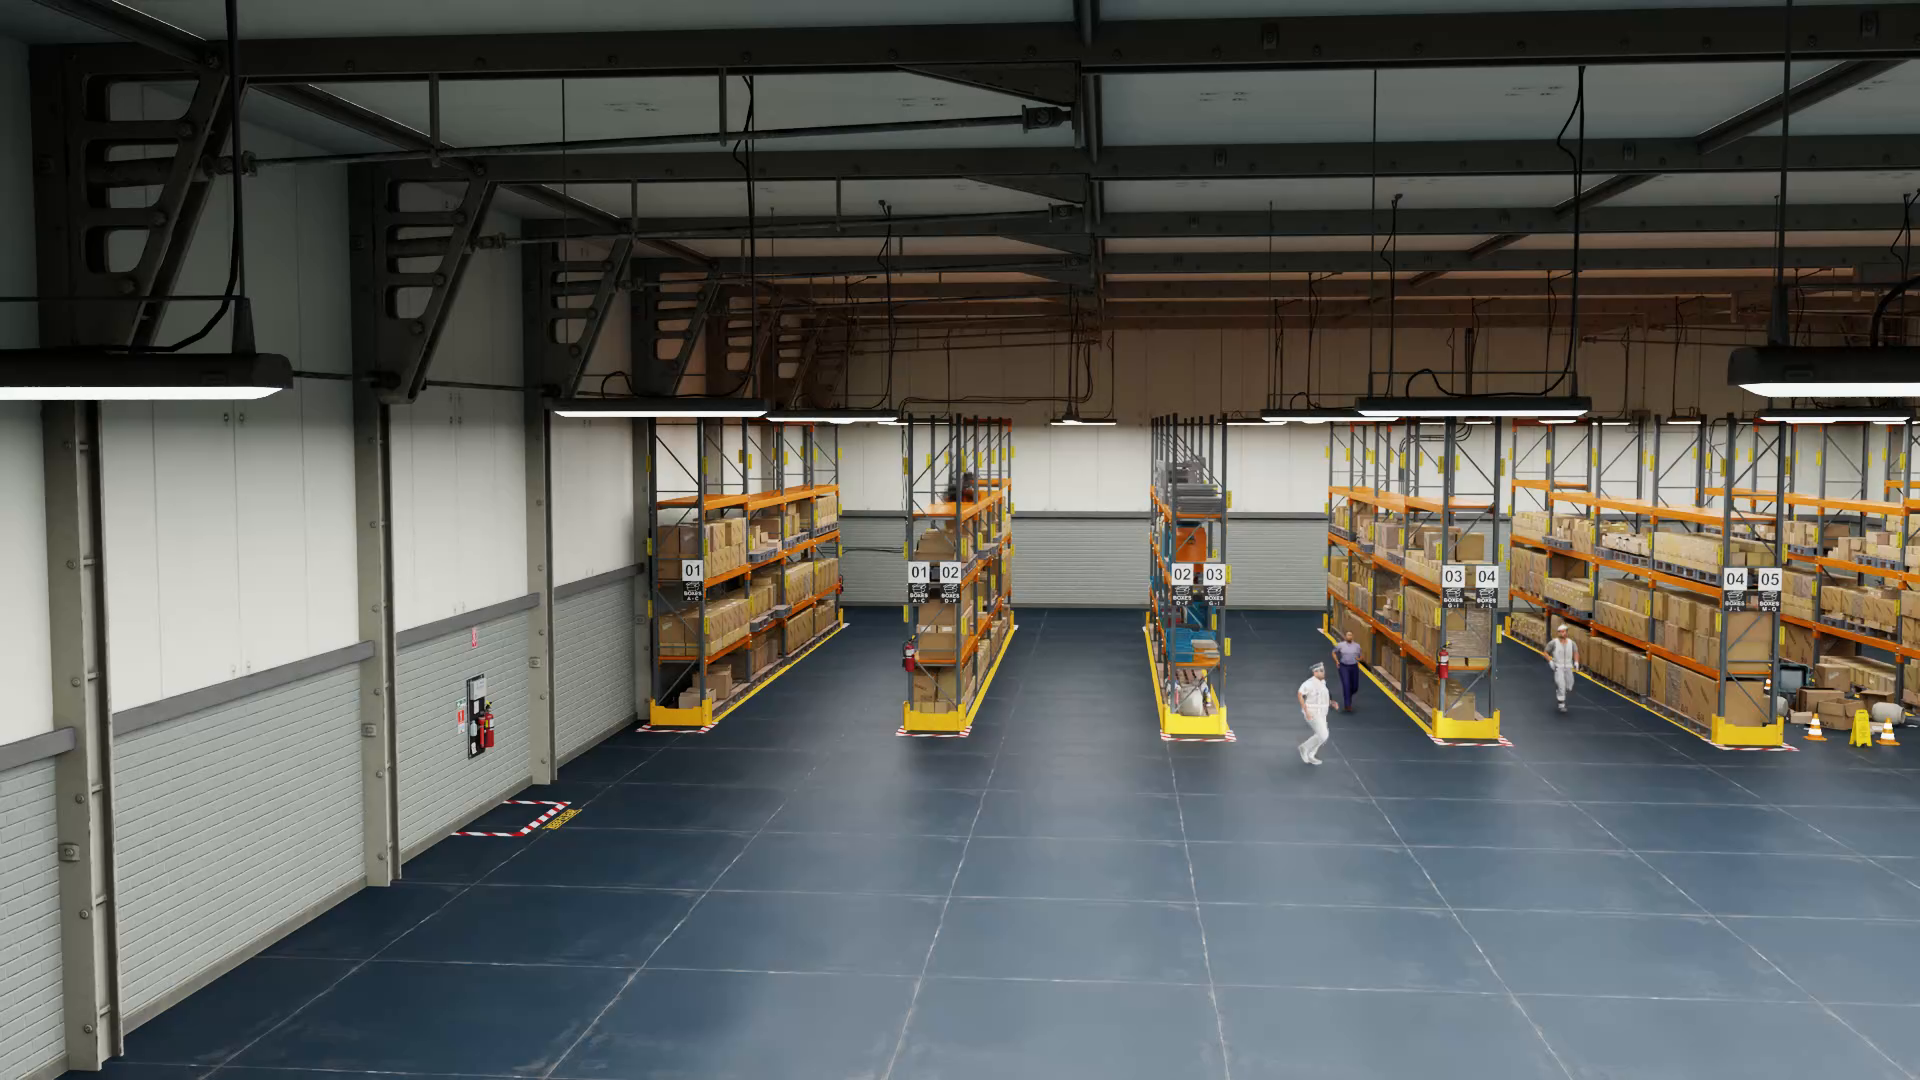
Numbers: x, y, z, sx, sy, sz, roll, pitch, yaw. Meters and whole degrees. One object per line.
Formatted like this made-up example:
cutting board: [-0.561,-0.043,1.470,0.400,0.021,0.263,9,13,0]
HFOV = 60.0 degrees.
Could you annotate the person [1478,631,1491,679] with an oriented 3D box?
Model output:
person: [11.997,2.323,38.101,0.572,1.709,0.783,0,4,-3]

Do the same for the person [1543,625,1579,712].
person: [12.168,2.582,33.668,0.698,1.747,0.724,0,4,-1]

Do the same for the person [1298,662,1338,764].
person: [6.110,2.947,28.299,0.591,1.750,0.671,3,5,37]

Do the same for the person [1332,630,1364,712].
person: [7.880,2.636,33.780,0.604,1.618,0.862,0,4,-2]
